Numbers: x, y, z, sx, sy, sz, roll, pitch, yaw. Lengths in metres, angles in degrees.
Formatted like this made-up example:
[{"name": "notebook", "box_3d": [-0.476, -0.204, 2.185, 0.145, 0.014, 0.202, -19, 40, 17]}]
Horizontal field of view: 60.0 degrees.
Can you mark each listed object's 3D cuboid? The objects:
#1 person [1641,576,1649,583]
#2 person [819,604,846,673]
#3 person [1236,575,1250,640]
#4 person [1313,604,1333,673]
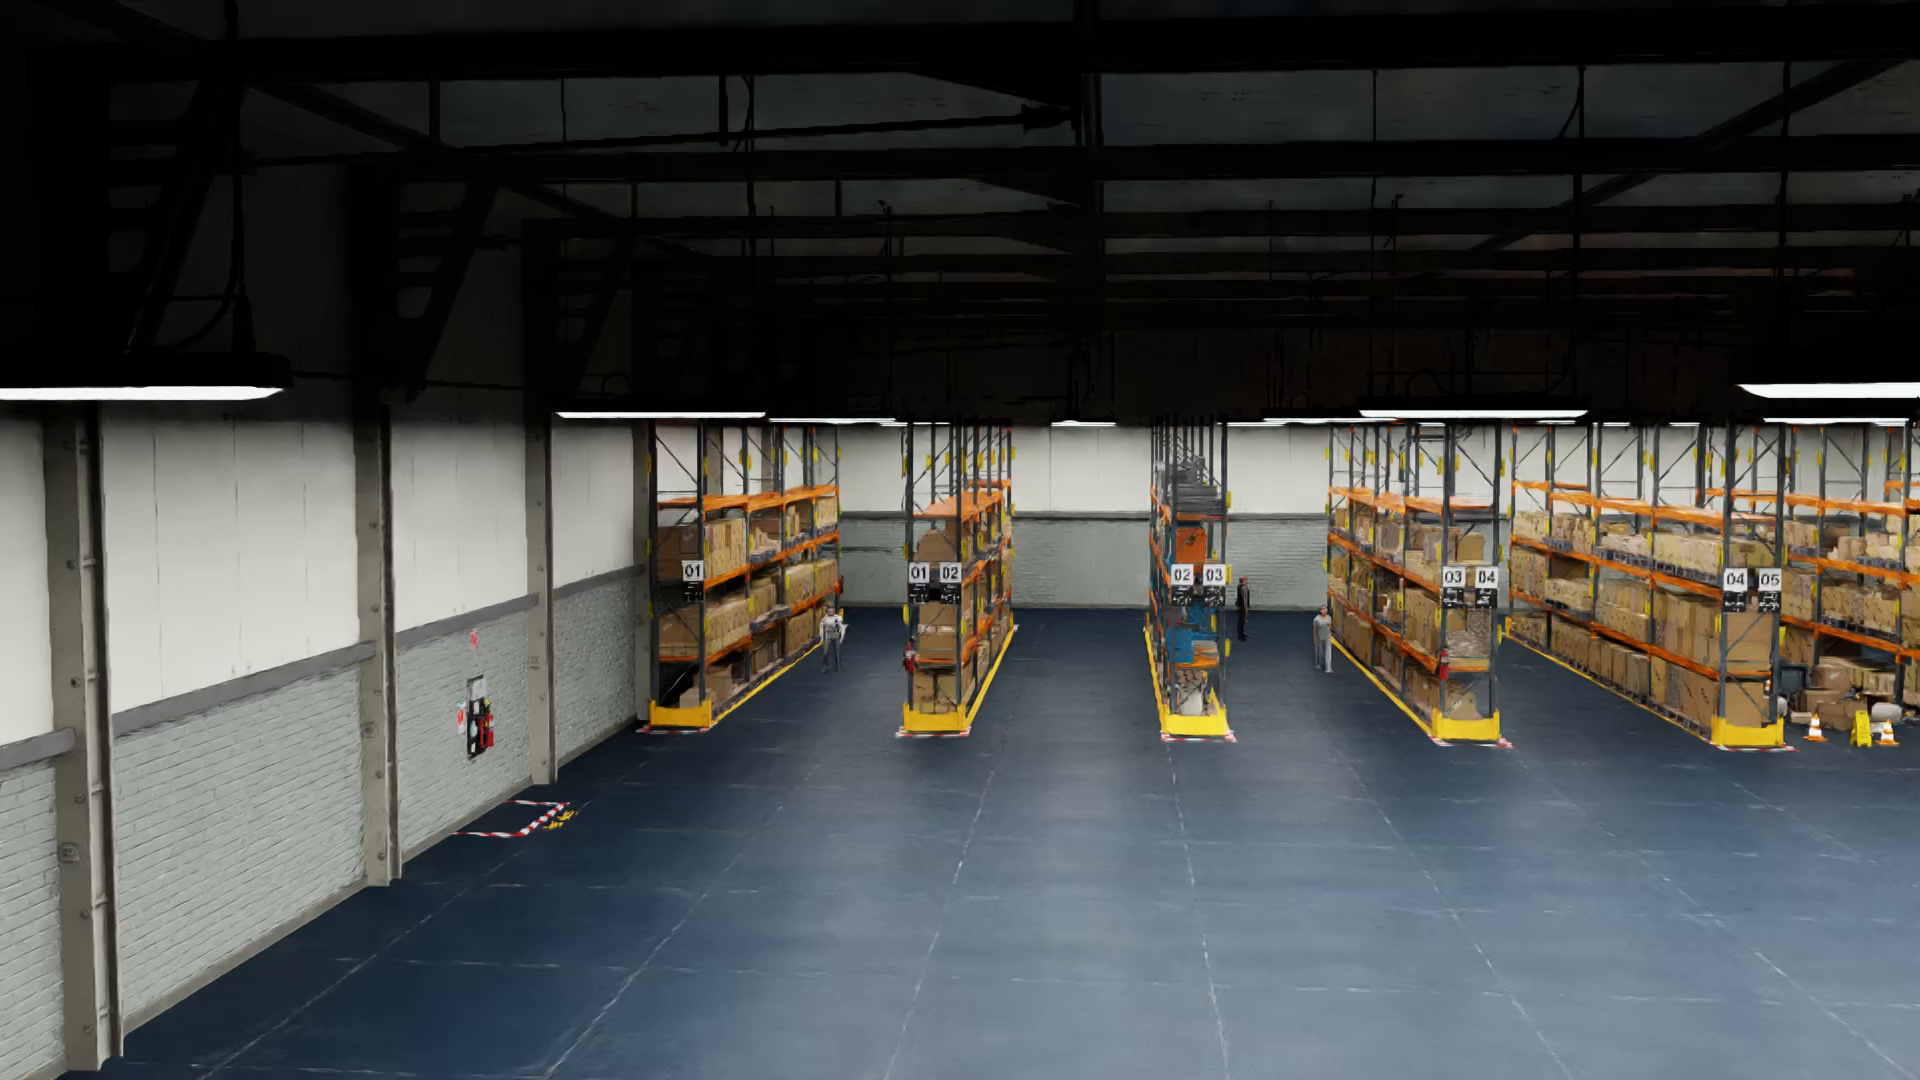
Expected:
[{"name": "person", "box_3d": [19.629, 1.703, 47.456, 0.682, 1.656, 0.498, -2, 4, -21]}, {"name": "person", "box_3d": [-2.994, 2.297, 38.921, 0.639, 1.632, 0.512, 0, 4, 3]}, {"name": "person", "box_3d": [7.661, 1.777, 45.068, 0.360, 1.664, 0.647, 0, 4, -4]}, {"name": "person", "box_3d": [8.504, 2.287, 39.003, 0.446, 1.590, 1.110, 0, 4, 7]}]
